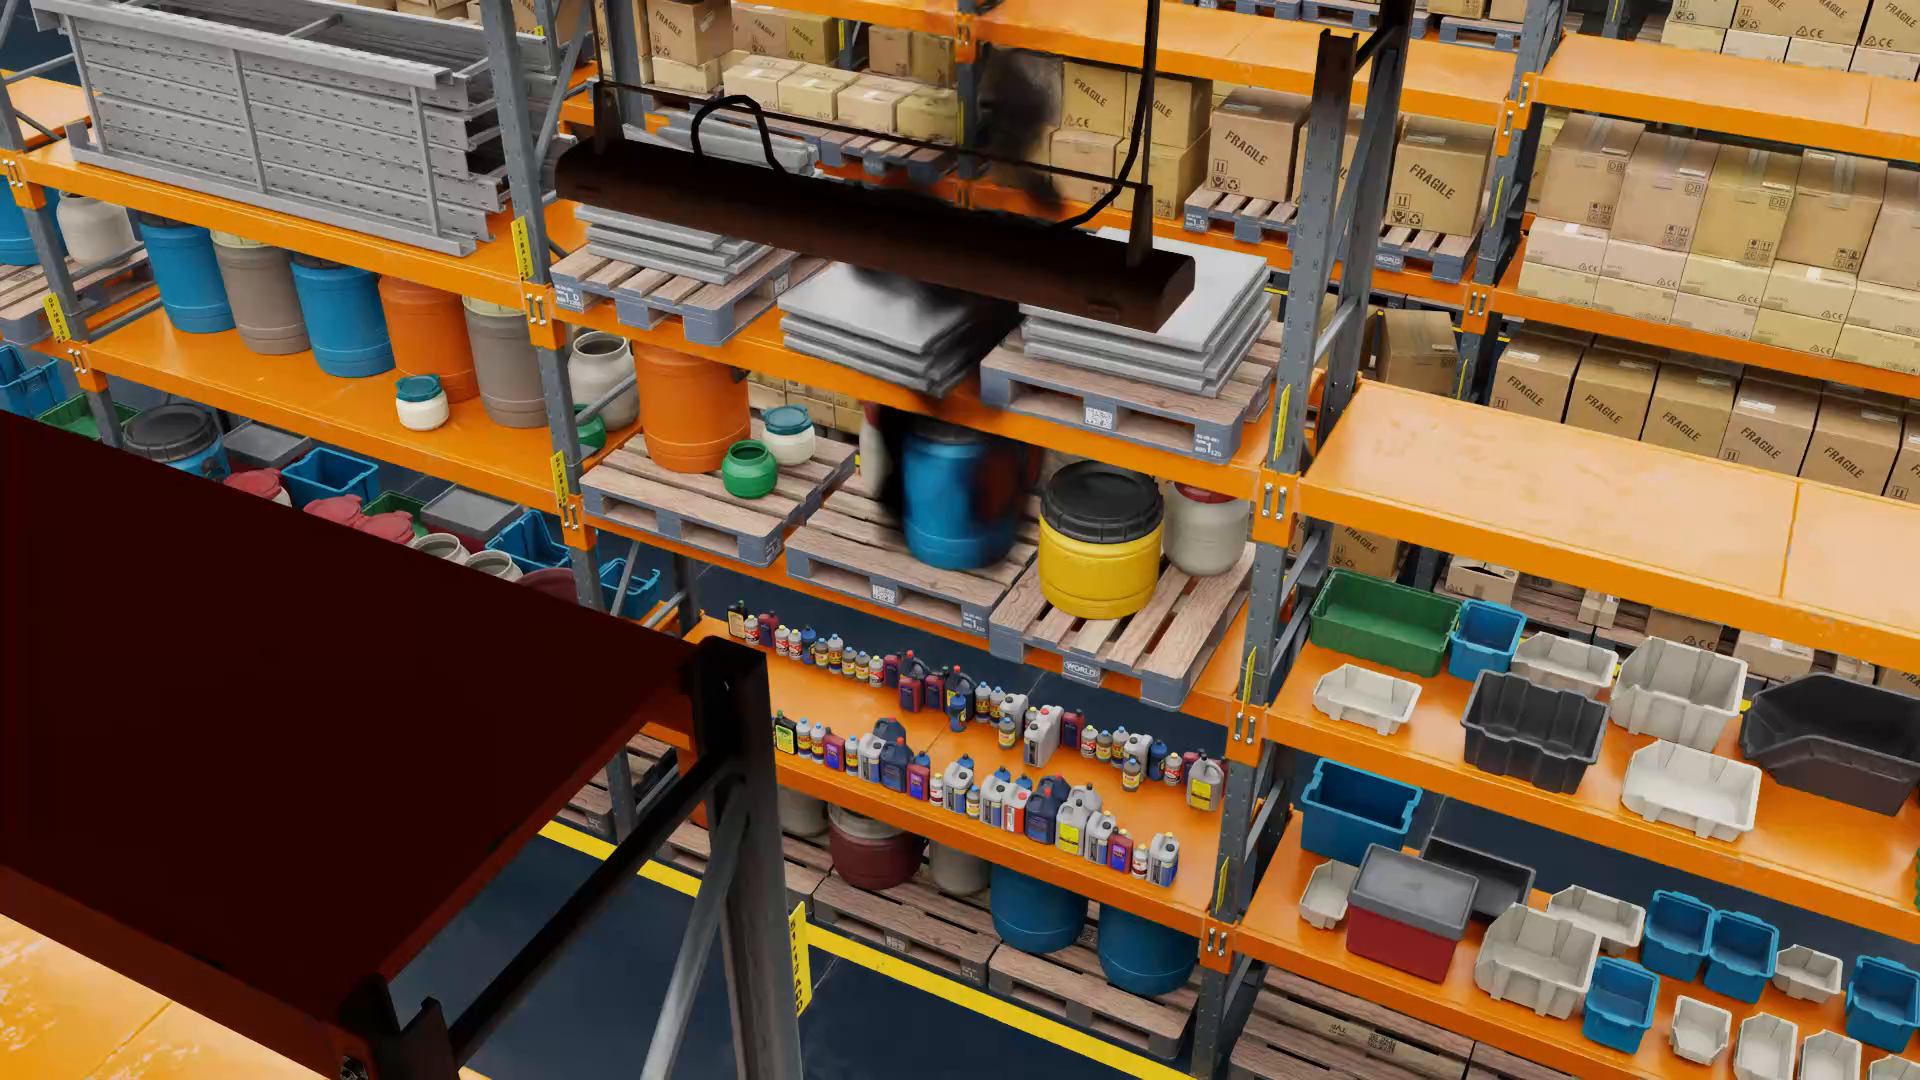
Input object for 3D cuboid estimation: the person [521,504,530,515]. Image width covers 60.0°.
[{"bbox_3d":[-3.988,-0.918,13.756,0.729,1.615,0.602,12,37,16],"label":"person"}]
